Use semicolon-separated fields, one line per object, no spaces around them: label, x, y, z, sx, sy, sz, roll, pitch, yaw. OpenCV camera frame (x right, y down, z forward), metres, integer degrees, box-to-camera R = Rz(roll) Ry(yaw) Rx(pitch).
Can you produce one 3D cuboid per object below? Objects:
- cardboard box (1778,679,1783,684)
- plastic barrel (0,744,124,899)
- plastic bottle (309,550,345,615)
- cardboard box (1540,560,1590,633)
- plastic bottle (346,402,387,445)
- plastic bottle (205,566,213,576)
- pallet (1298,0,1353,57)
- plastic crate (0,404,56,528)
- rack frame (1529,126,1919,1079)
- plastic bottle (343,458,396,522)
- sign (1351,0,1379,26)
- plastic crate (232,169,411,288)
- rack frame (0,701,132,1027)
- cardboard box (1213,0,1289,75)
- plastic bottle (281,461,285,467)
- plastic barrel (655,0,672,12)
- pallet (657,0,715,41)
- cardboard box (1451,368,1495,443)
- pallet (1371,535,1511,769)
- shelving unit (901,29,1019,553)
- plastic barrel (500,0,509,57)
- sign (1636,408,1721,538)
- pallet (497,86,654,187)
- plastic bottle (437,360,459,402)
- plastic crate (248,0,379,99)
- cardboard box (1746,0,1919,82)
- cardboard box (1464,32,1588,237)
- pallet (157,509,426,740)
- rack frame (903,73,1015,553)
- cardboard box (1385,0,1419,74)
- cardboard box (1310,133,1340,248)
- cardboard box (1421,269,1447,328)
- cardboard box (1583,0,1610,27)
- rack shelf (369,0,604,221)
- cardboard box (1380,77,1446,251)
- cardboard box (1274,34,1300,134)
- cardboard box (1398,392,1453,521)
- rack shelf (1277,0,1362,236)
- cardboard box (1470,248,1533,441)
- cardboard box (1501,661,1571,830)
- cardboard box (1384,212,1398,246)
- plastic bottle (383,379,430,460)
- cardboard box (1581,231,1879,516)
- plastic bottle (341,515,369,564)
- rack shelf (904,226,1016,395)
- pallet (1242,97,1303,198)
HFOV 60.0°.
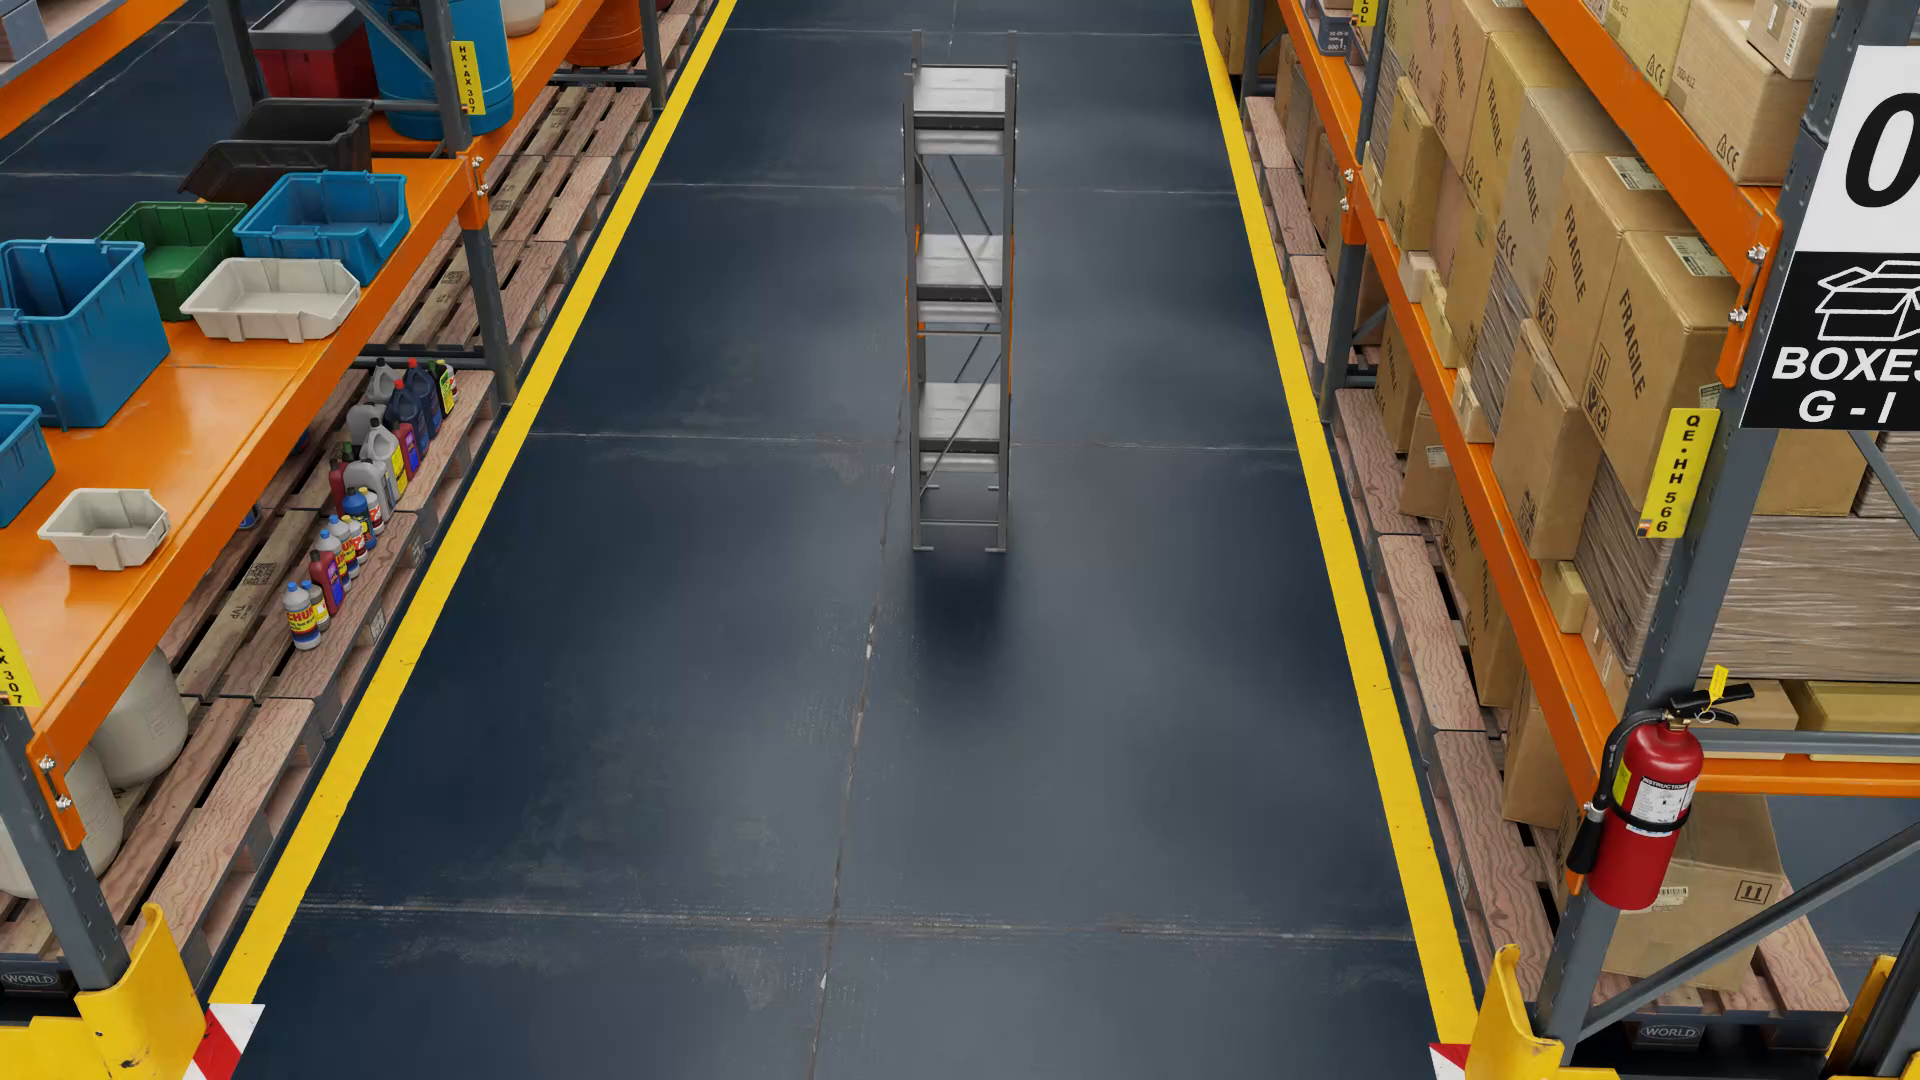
cardboard box;2.367;0.289;4.448;0.380;0.149;0.250;1;35;2
plastic barrel;-2.911;0.840;5.245;0.421;0.512;0.421;0;35;0
plastic bottle;-2.449;0.141;6.421;0.061;0.283;0.133;2;35;3
cardboard box;1.863;0.134;4.669;0.380;0.149;0.250;1;35;2
plastic bottle;-2.595;-0.492;7.328;0.152;0.276;0.135;1;35;2
plastic bottle;-3.057;0.041;6.633;0.097;0.201;0.097;0;35;0
pallet;2.371;-2.892;8.923;1.003;0.211;1.213;1;35;2
plastic crate;-3.108;-0.233;5.102;0.499;0.251;0.408;1;35;2
rack frame;2.088;0.488;3.947;1.000;3.000;0.127;1;35;2
plastic bottle;-2.469;-0.224;6.947;0.152;0.276;0.135;2;35;3
sign;1.694;-2.295;6.899;0.100;0.325;0.005;1;35;2
plastic crate;-2.473;-1.222;6.509;0.499;0.251;0.616;1;35;2
rack frame;-2.861;0.374;4.110;1.000;3.000;0.127;1;35;2
cardboard box;2.458;-3.807;11.541;1.225;0.875;0.875;0;35;0
plastic bottle;-3.032;-0.448;7.269;0.097;0.271;0.097;0;35;0
plastic barrel;-2.492;-4.338;12.546;0.600;0.588;0.708;1;35;2
pallet;-2.498;-4.235;13.092;1.003;0.211;1.213;1;35;2
cardboard box;1.849;-0.442;5.489;0.380;0.149;0.250;1;35;2
pallet;2.211;0.420;6.469;1.003;0.211;1.213;1;35;2
shelving unit;0.007;-0.954;6.782;0.431;2.100;0.503;1;35;2
plastic barrel;-2.443;-2.525;8.116;0.433;0.535;0.433;0;35;0
sign;1.534;-0.139;3.558;0.100;0.325;0.005;1;35;2
pallet;-2.609;-2.638;10.820;1.003;0.211;1.213;1;35;2
plastic bottle;-2.403;-0.744;7.751;0.097;0.201;0.097;0;35;0
plastic crate;-2.987;-2.236;7.767;0.402;0.464;0.583;1;35;2
cardboard box;1.787;-1.008;3.250;0.380;0.149;0.250;1;35;2
cardboard box;1.928;-1.267;5.229;0.500;0.500;0.500;1;35;2
pallet;-2.815;0.304;6.634;1.003;0.211;1.213;1;35;2
rack frame;-0.003;-0.814;6.582;0.400;2.100;0.015;1;35;2
cardboard box;1.977;-2.129;6.456;0.500;0.500;0.500;1;35;2
cardboard box;2.355;-1.915;9.157;0.700;0.500;0.500;-2;35;-2
cardboard box;1.914;-0.872;6.101;0.380;0.149;0.250;1;35;2
cardboard box;1.900;-1.542;4.357;0.500;0.250;0.500;2;35;3
rack shelf;-2.620;-2.779;9.222;1.077;0.370;4.000;1;35;2
cardboard box;2.114;-1.429;6.329;0.875;0.500;0.500;1;35;2
cardboard box;2.402;-2.880;10.531;0.700;0.500;0.500;0;35;-1
cardboard box;2.177;-0.401;7.021;0.500;0.500;0.500;12;37;17
rack shelf;2.329;-2.665;9.059;1.077;0.370;4.000;1;35;2
cardboard box;2.101;-0.566;5.101;0.875;0.500;0.500;1;35;2
cardboard box;2.120;0.636;5.545;0.500;0.500;0.500;10;36;14
cardboard box;1.934;-1.303;6.714;0.380;0.149;0.250;1;35;2
plastic bottle;-2.446;-0.534;7.322;0.144;0.351;0.185;0;35;0
cardboard box;1.863;-0.405;4.003;0.500;0.500;0.500;1;35;2
plastic bottle;-2.455;-0.007;6.703;0.097;0.201;0.097;0;35;0
rack shelf;0.007;-0.943;6.789;0.431;0.518;0.480;1;35;2
pallet;2.377;-2.519;10.650;1.003;0.211;1.213;1;35;2
